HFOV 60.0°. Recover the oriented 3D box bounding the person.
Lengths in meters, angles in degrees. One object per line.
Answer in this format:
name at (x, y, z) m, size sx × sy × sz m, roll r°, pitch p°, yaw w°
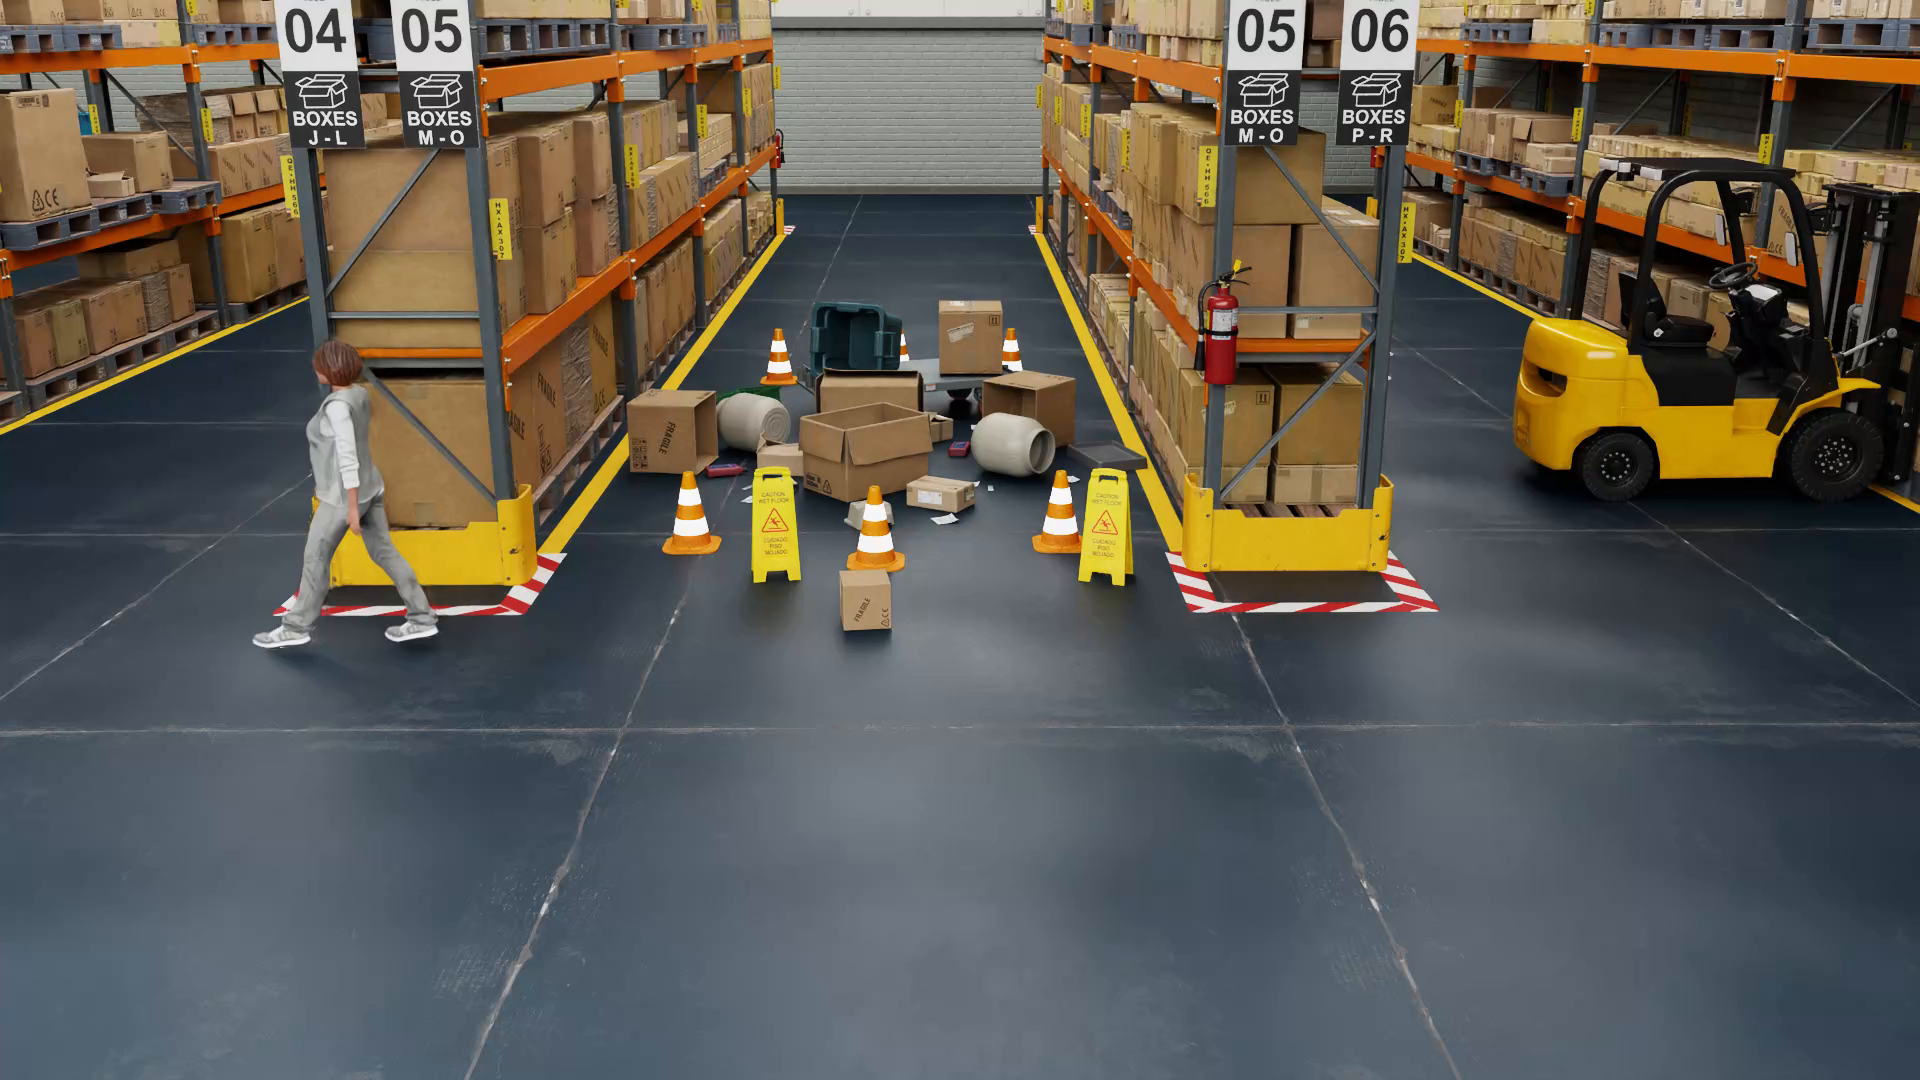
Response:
person at (-3.101, -0.230, 8.257) m, size 0.903 × 1.549 × 0.444 m, roll 1°, pitch 17°, yaw 2°
